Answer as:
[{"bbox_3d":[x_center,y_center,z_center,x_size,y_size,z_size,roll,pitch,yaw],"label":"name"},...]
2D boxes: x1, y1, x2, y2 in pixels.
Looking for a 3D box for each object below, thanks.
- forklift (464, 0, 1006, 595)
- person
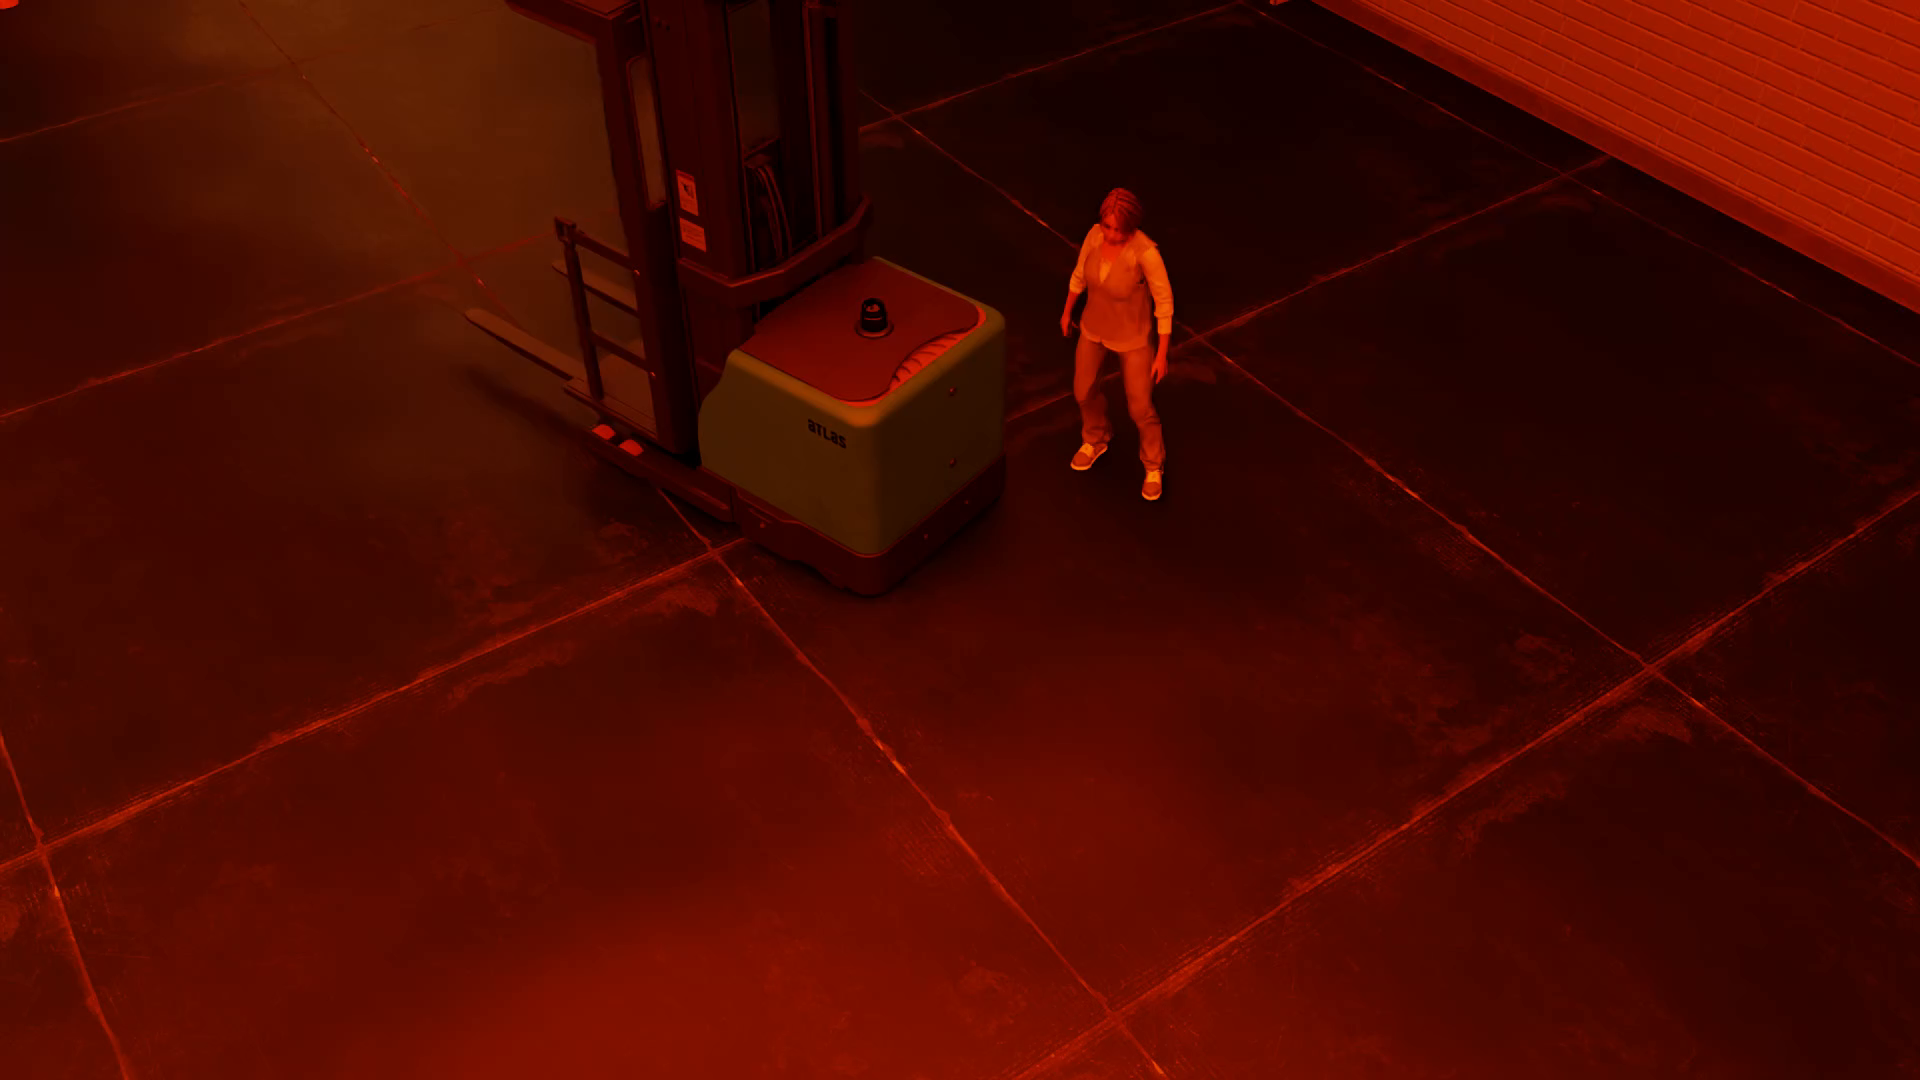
[{"bbox_3d":[-1.250,-1.660,7.517,3.031,2.935,1.130,28,50,27],"label":"forklift"},{"bbox_3d":[0.745,-0.940,7.740,0.653,1.574,0.316,27,49,26],"label":"person"}]
